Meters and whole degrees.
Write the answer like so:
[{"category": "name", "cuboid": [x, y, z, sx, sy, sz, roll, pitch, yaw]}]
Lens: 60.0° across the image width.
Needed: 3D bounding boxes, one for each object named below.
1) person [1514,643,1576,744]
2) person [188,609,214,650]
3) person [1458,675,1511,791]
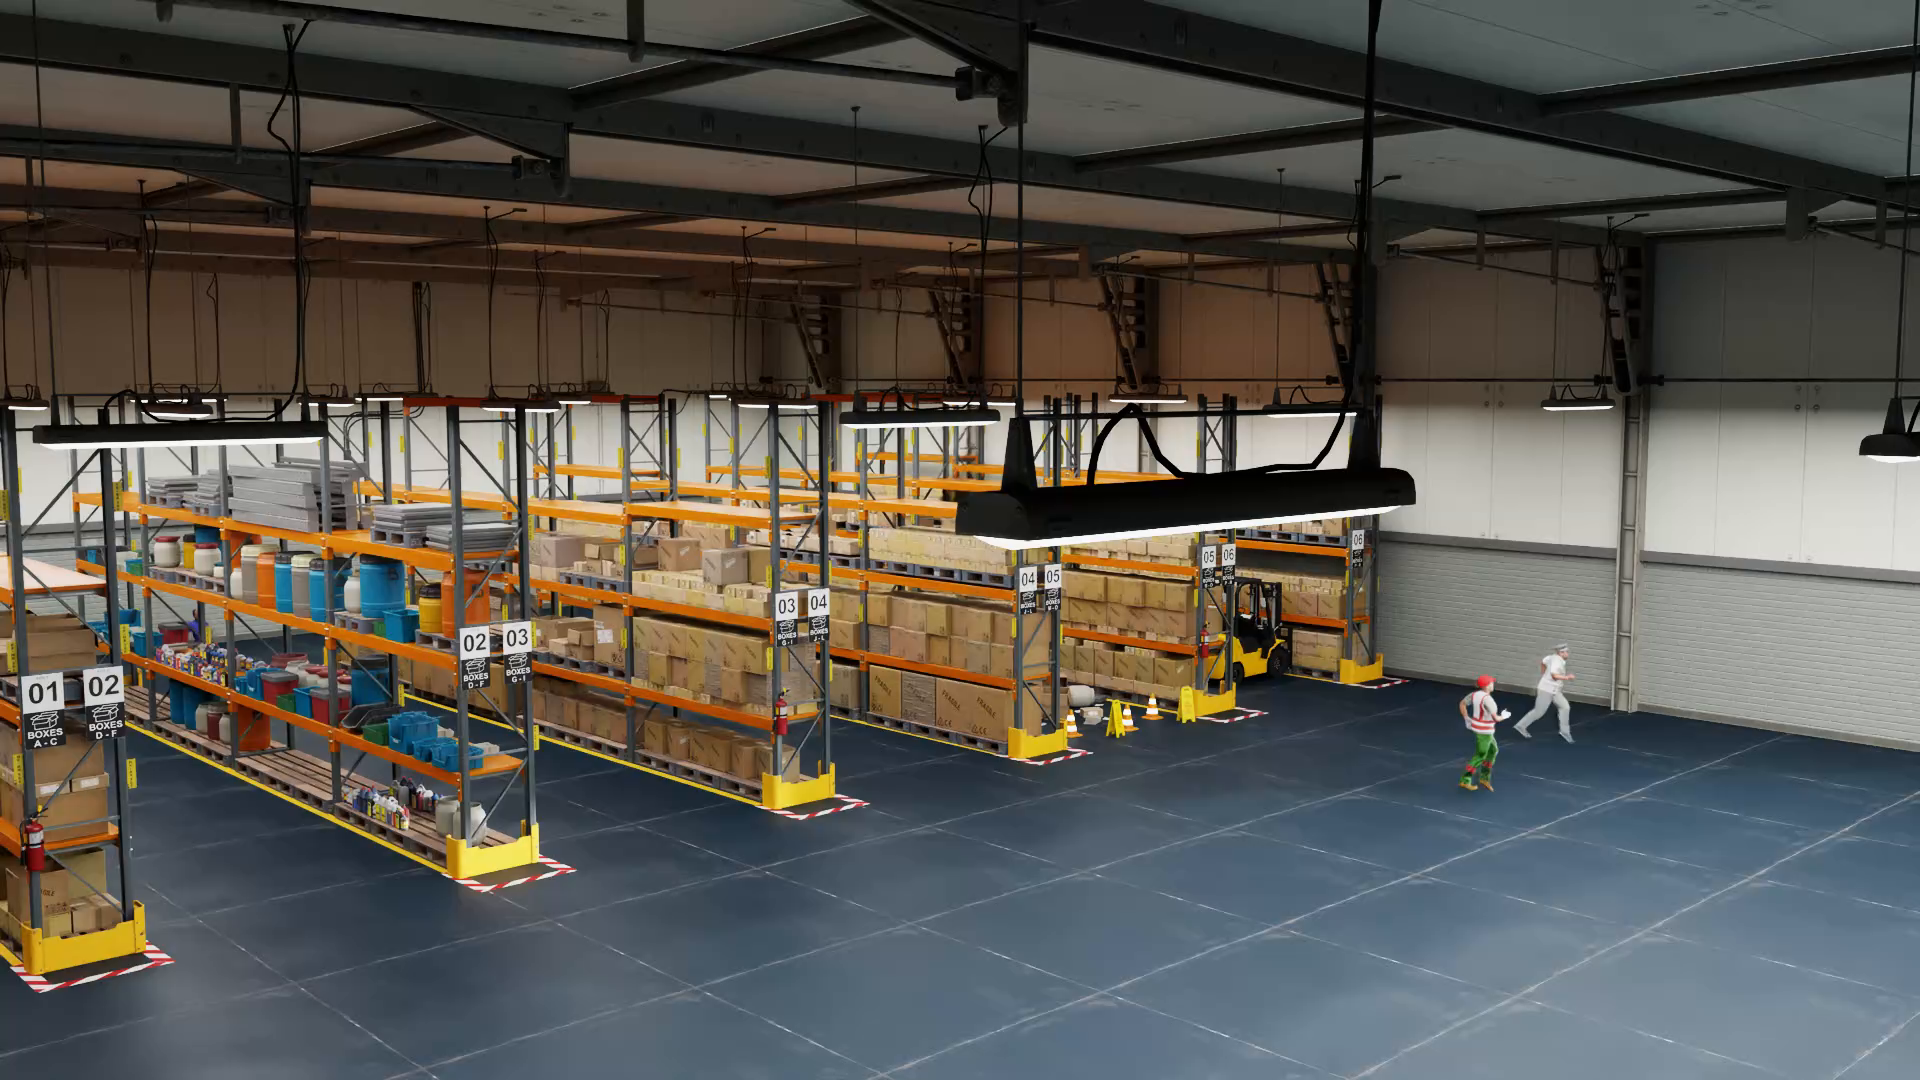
[{"category": "person", "cuboid": [10.247, 2.673, 29.045, 0.990, 1.799, 0.658, 3, 6, 26]}, {"category": "person", "cuboid": [-15.556, 2.228, 34.089, 0.796, 1.659, 0.615, 3, 6, 25]}, {"category": "person", "cuboid": [8.035, 2.981, 25.471, 0.760, 1.852, 0.664, 0, 6, -3]}]
